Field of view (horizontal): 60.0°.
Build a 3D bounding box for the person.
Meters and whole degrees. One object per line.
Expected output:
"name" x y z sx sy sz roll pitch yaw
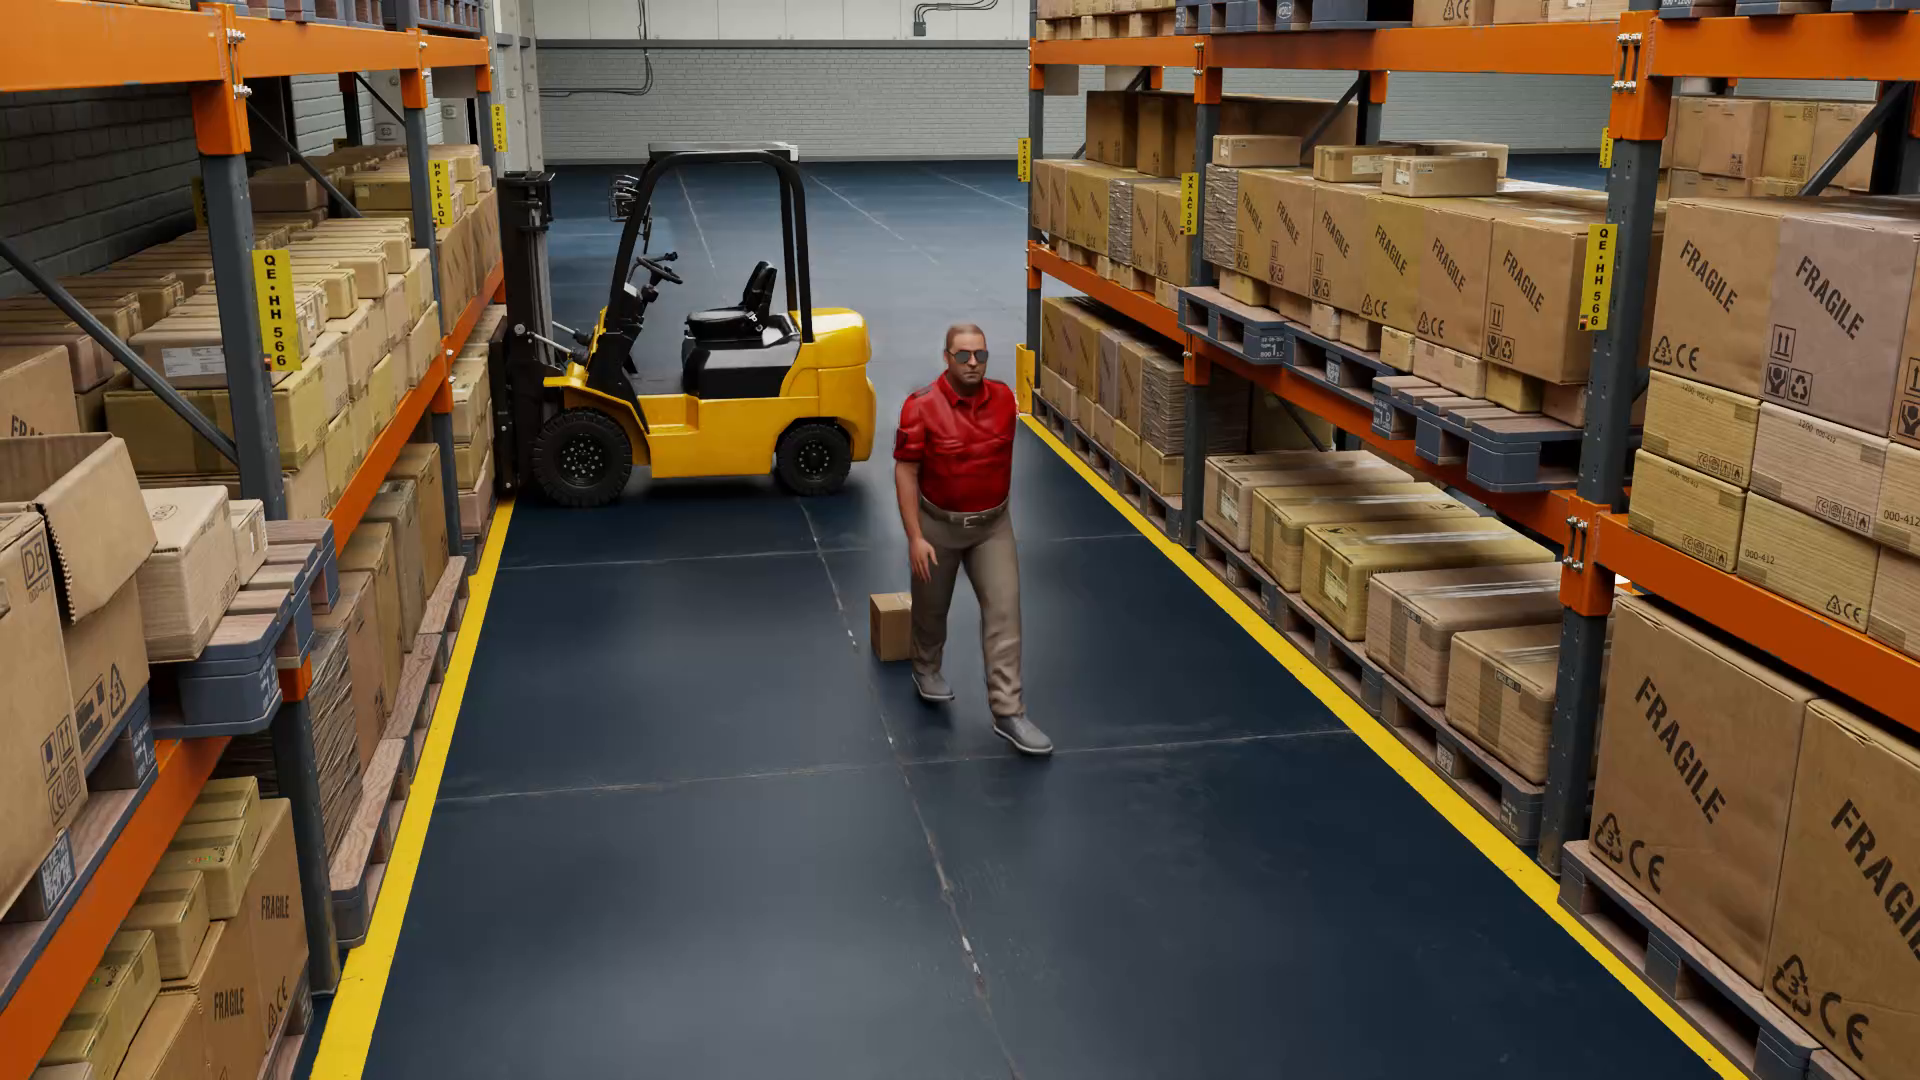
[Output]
"person" 0.014 -0.050 6.713 0.570 1.663 0.985 -6 17 -18
